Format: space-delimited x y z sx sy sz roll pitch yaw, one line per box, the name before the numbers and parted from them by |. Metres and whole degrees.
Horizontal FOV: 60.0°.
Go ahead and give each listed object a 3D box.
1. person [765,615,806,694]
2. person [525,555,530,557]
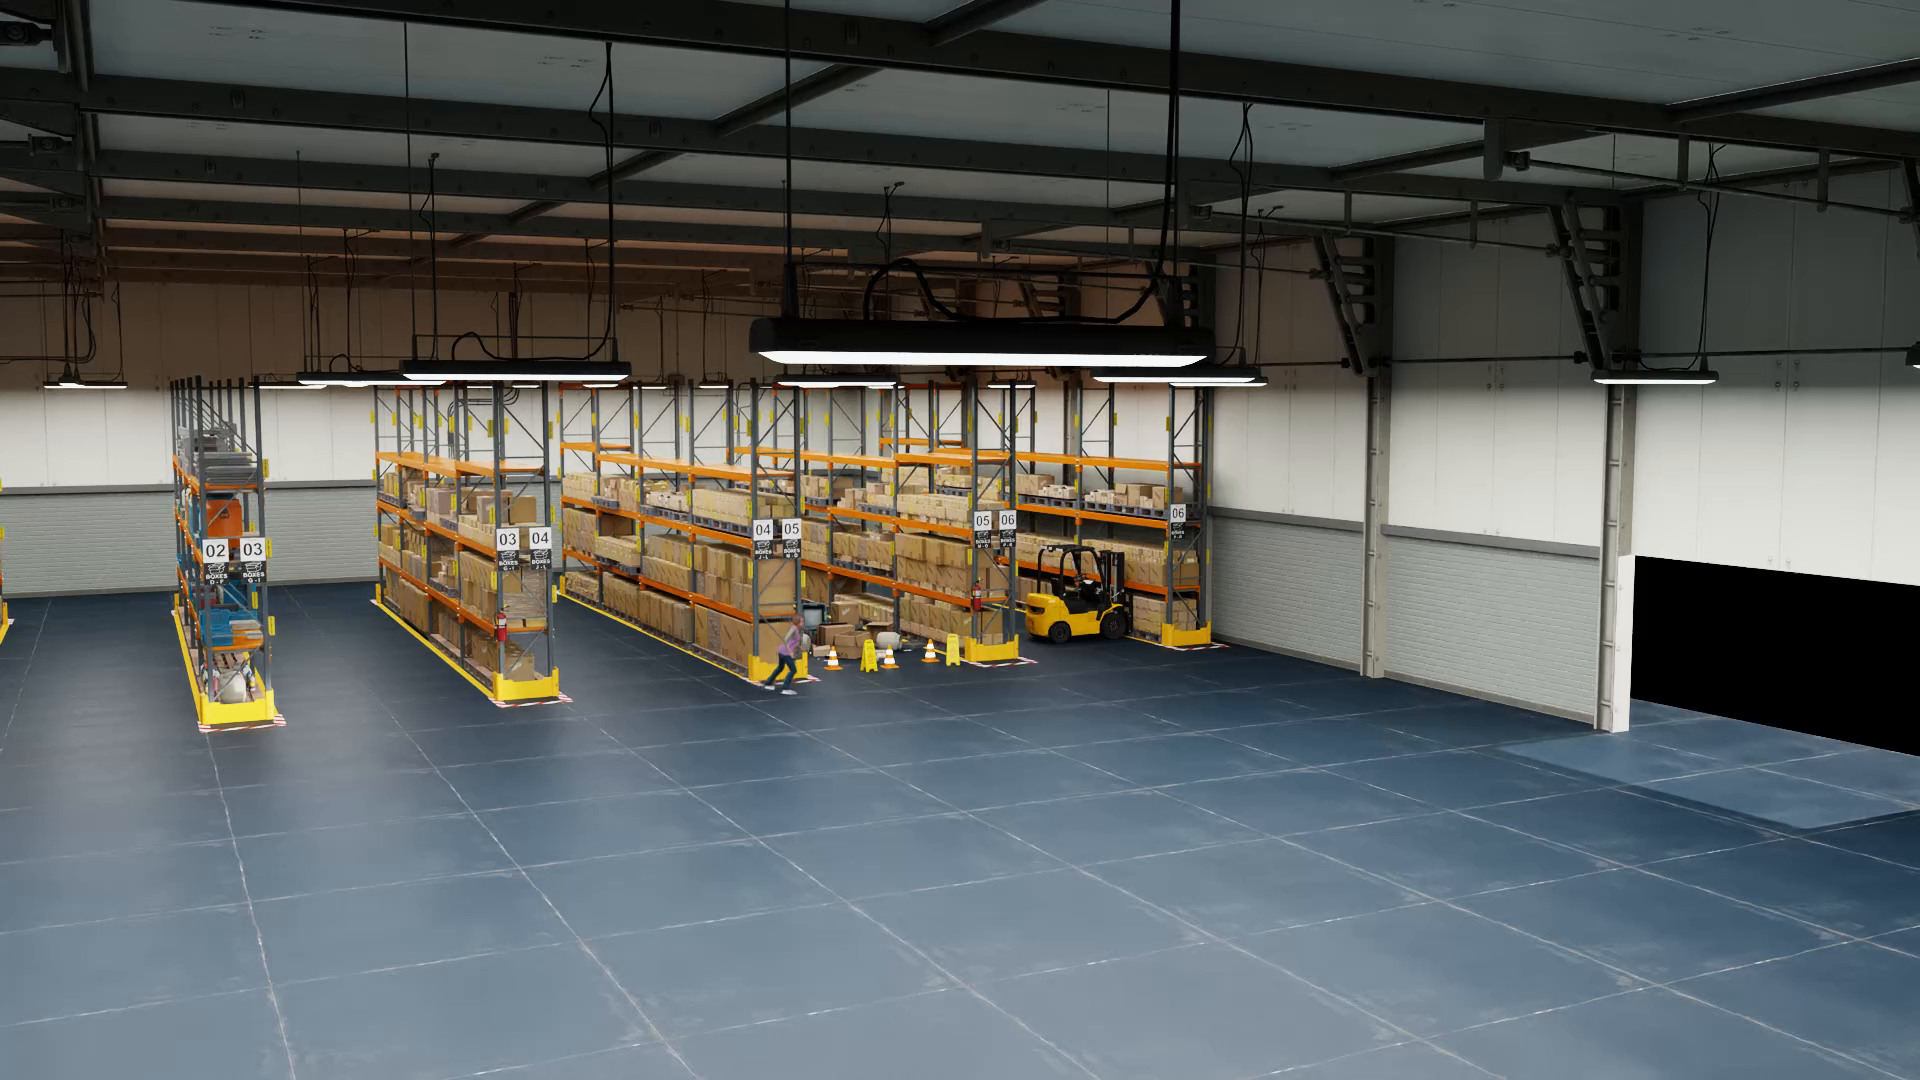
person | -3.310 2.174 31.559 0.804 1.519 0.578 -1 5 -7
person | -12.147 0.714 46.542 0.650 1.790 0.991 -2 5 -18
